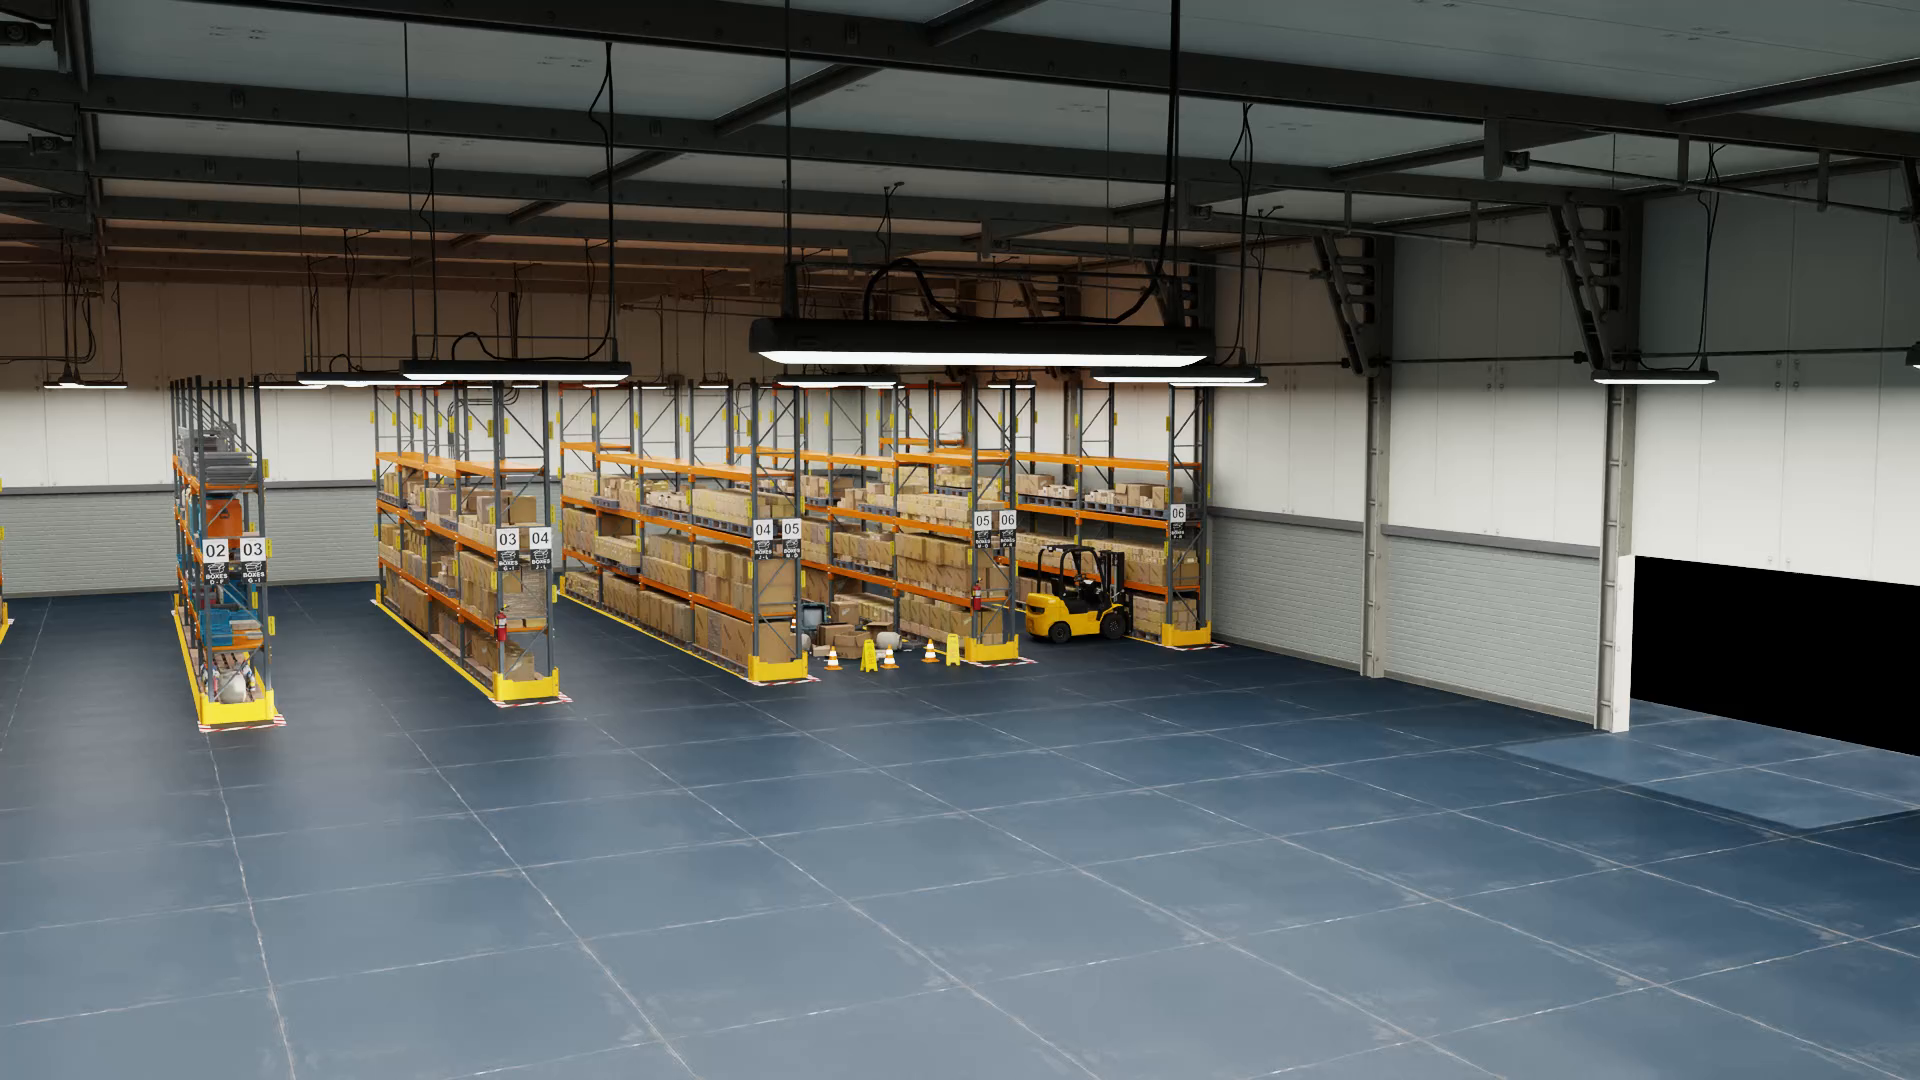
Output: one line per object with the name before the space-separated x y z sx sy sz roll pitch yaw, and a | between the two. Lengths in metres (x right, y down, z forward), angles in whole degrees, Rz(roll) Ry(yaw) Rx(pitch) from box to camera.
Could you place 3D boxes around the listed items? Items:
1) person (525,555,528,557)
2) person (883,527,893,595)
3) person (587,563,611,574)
person | -12.442 0.663 47.208 0.717 1.875 0.631 0 5 1
person | -1.967 0.560 45.237 0.741 1.848 0.730 -3 6 -26
person | -10.693 0.545 49.021 1.008 1.709 0.534 -3 6 -28
